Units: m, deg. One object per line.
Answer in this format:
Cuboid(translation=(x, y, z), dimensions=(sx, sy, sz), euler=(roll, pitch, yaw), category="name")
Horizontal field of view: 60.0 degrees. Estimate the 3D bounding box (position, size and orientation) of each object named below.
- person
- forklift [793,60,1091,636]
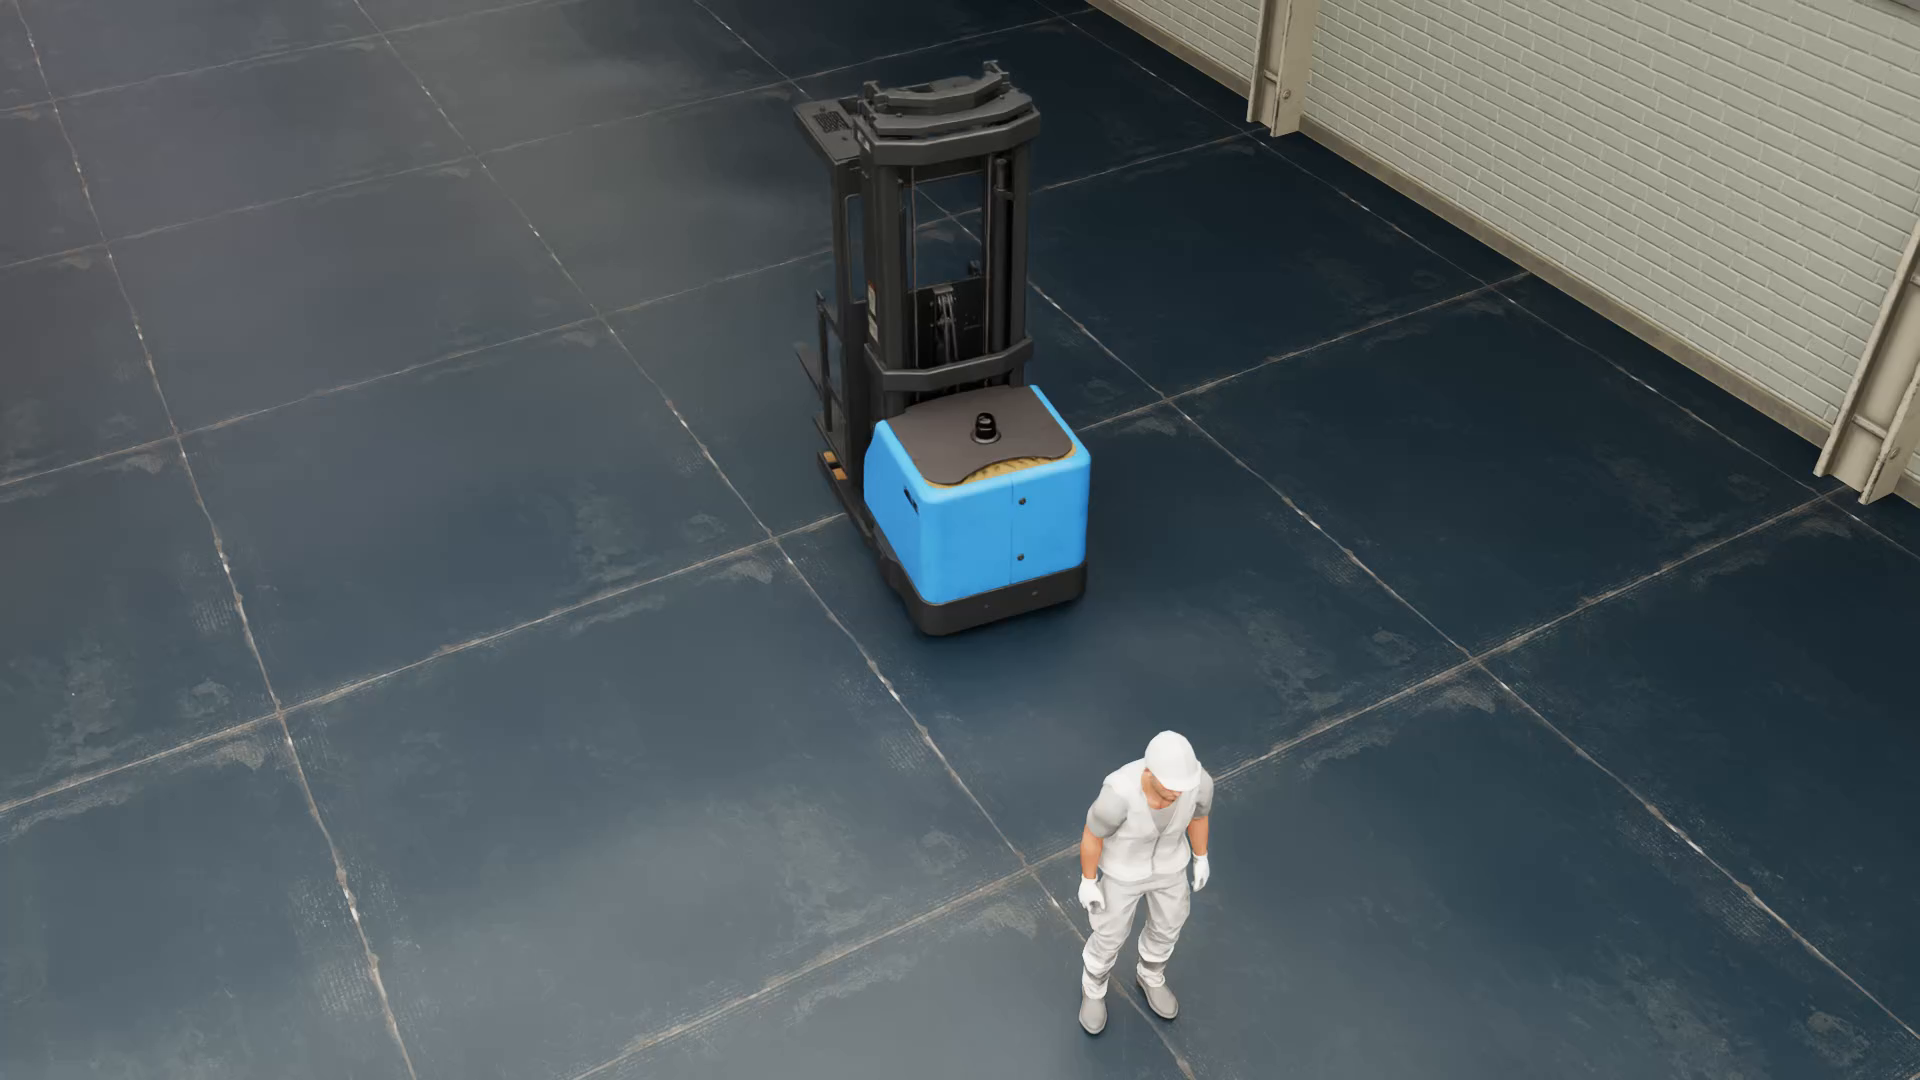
Cuboid(translation=(0.803, 1.446, 7.200), dimensions=(0.609, 1.777, 0.453), euler=(-10, 41, -11), category="person")
Cuboid(translation=(-0.280, -1.521, 9.870), dimensions=(1.130, 2.935, 3.031), euler=(-15, 42, -17), category="forklift")
